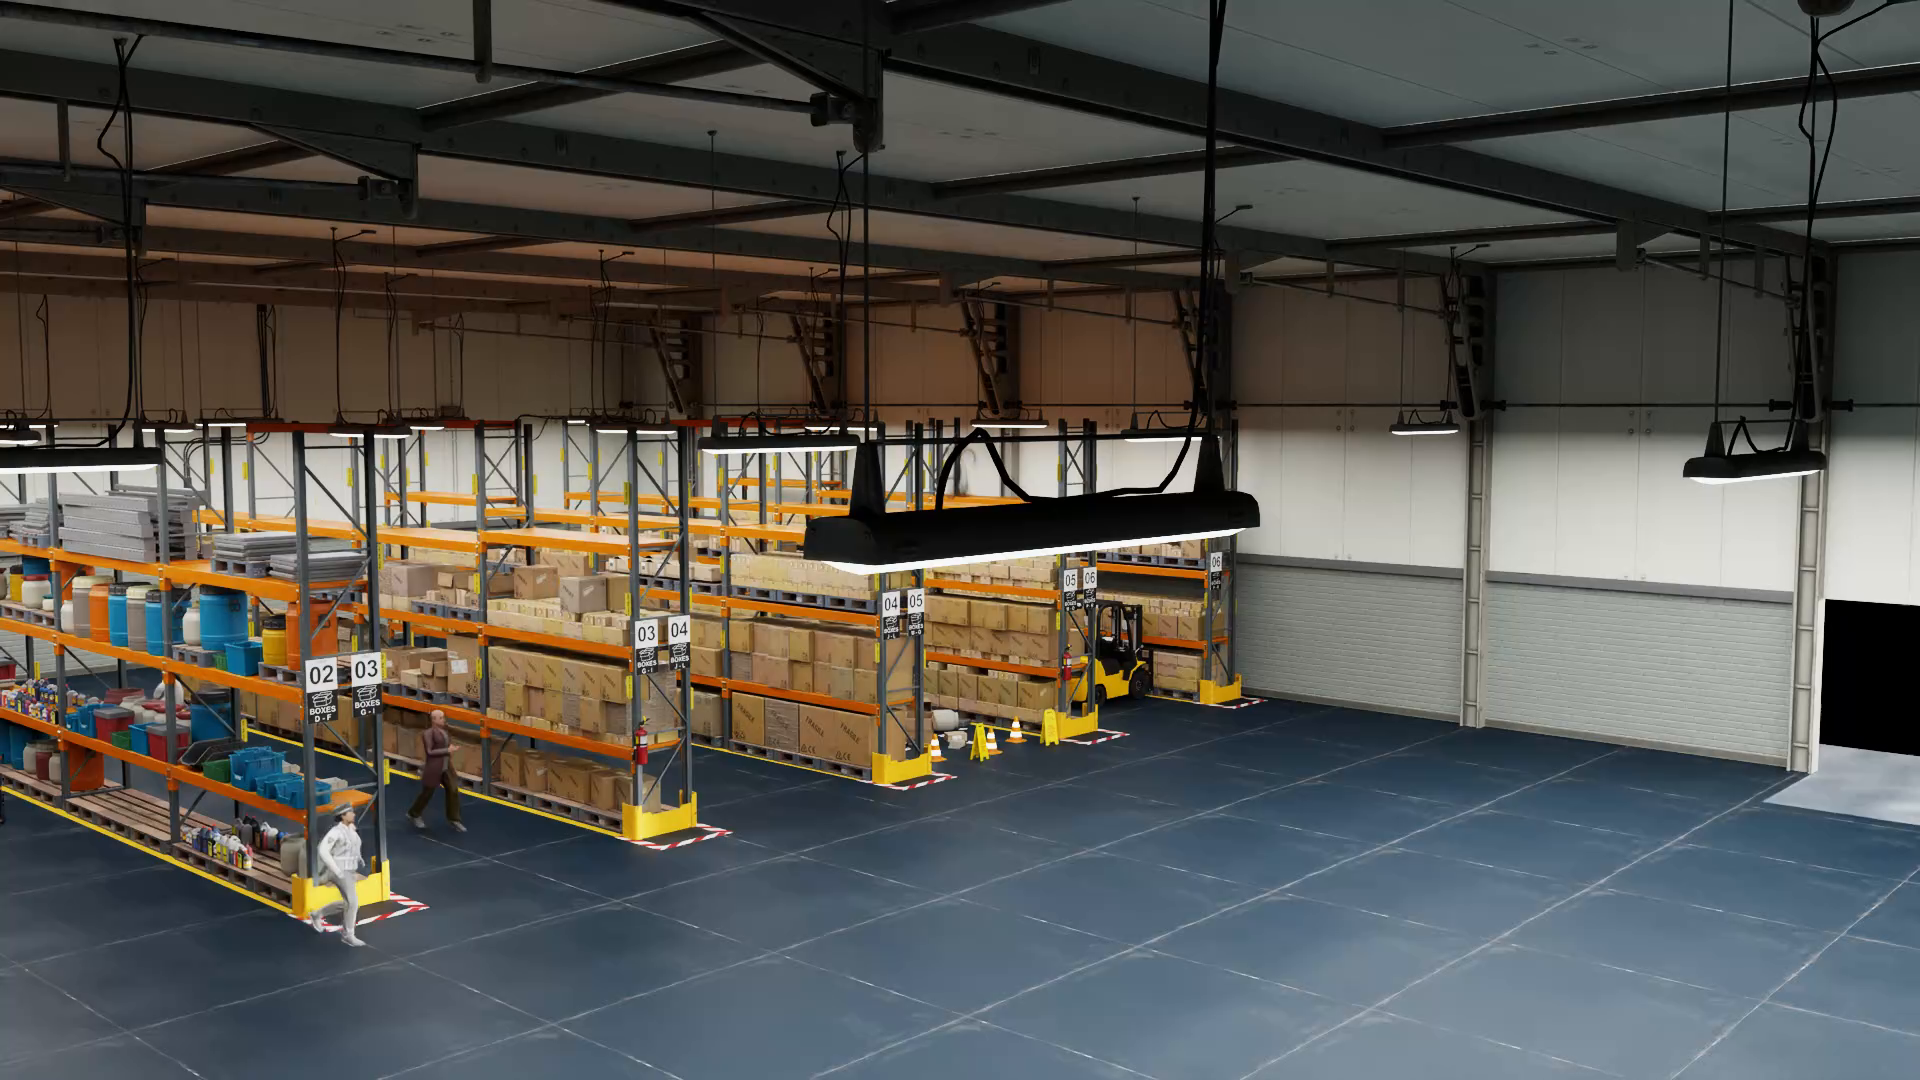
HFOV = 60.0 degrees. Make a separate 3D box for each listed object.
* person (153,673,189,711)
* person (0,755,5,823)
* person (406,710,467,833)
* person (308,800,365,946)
[{"bbox_3d":[-13.840,3.084,29.165,0.866,1.787,0.665,3,6,33],"label":"person"},{"bbox_3d":[-14.818,3.426,25.220,0.933,1.652,0.598,3,6,36],"label":"person"},{"bbox_3d":[-7.770,3.412,24.614,0.977,1.822,0.680,2,5,20],"label":"person"},{"bbox_3d":[-7.305,3.920,19.645,0.691,1.673,0.666,1,5,7],"label":"person"}]
